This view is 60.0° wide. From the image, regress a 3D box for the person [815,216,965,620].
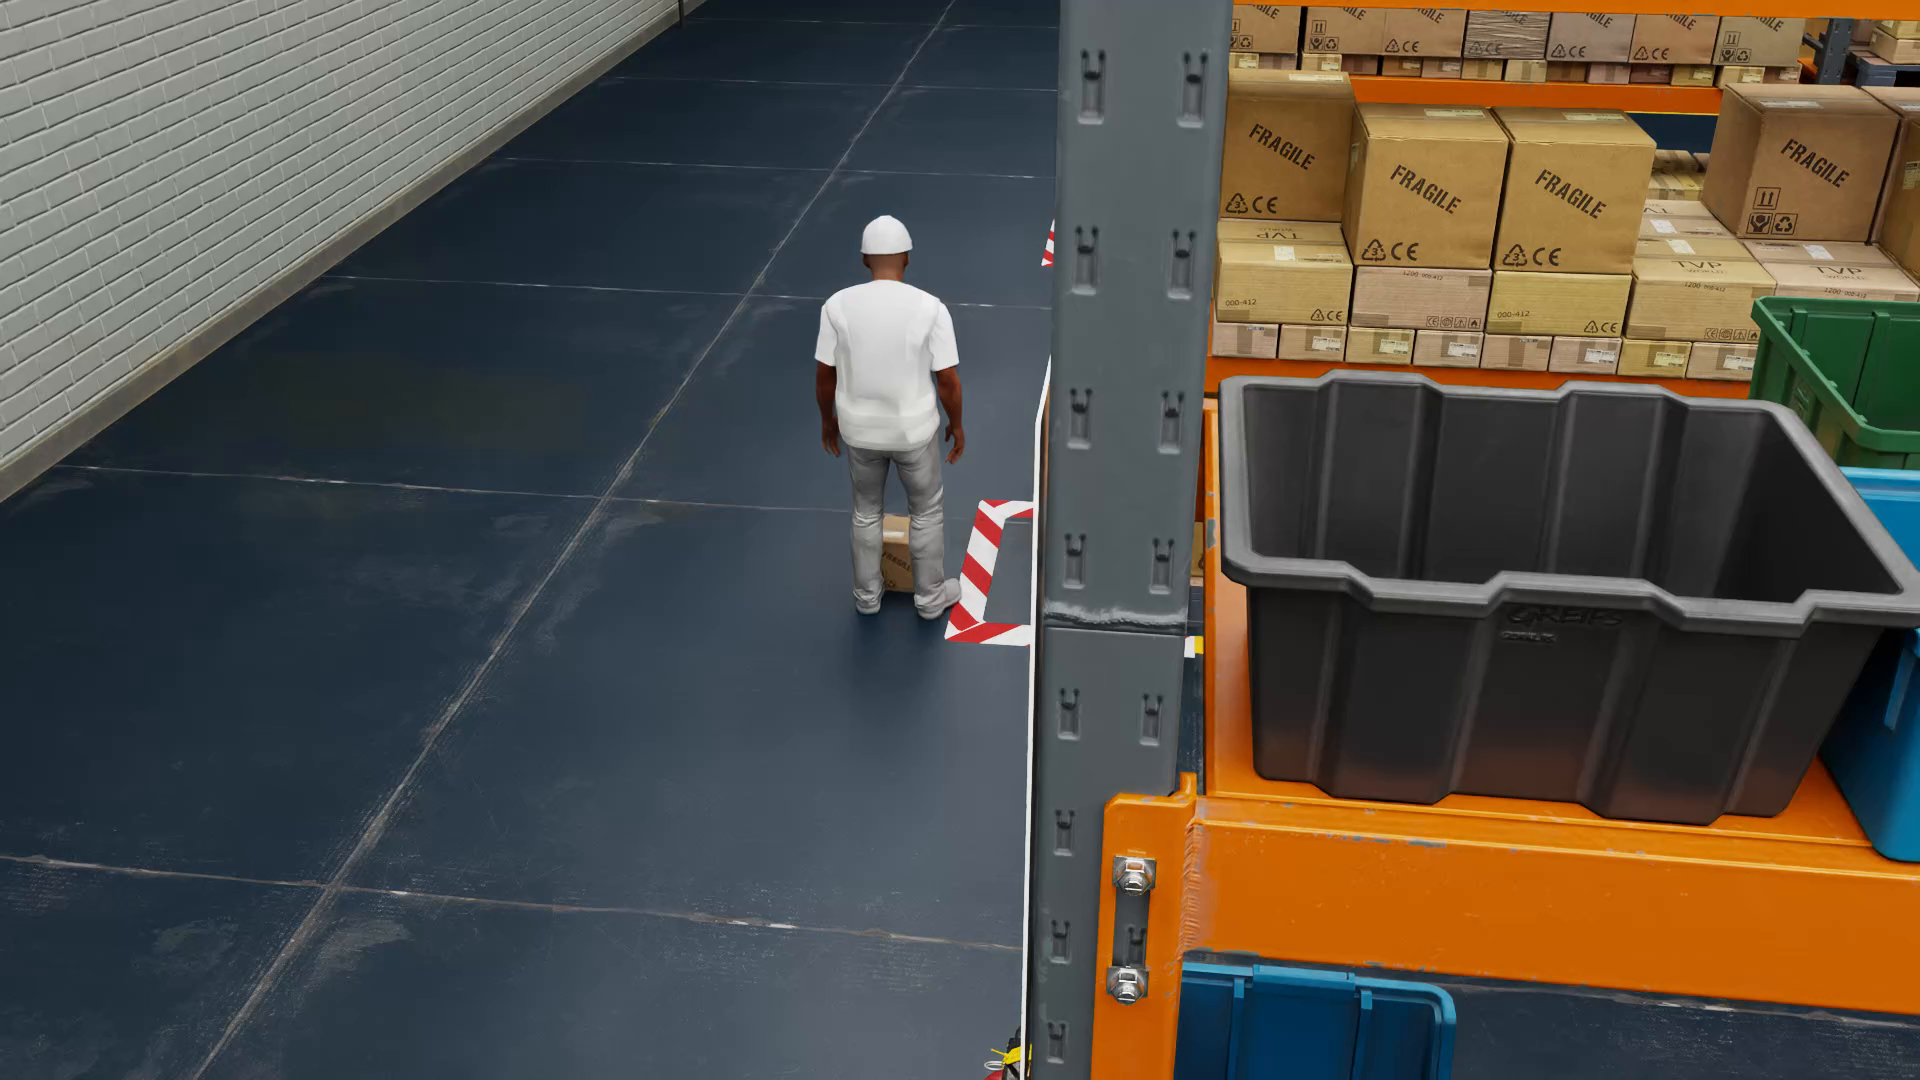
[{"bbox_3d":[-0.288,-0.491,7.020,0.622,1.759,0.462,5,29,9],"label":"person"}]
